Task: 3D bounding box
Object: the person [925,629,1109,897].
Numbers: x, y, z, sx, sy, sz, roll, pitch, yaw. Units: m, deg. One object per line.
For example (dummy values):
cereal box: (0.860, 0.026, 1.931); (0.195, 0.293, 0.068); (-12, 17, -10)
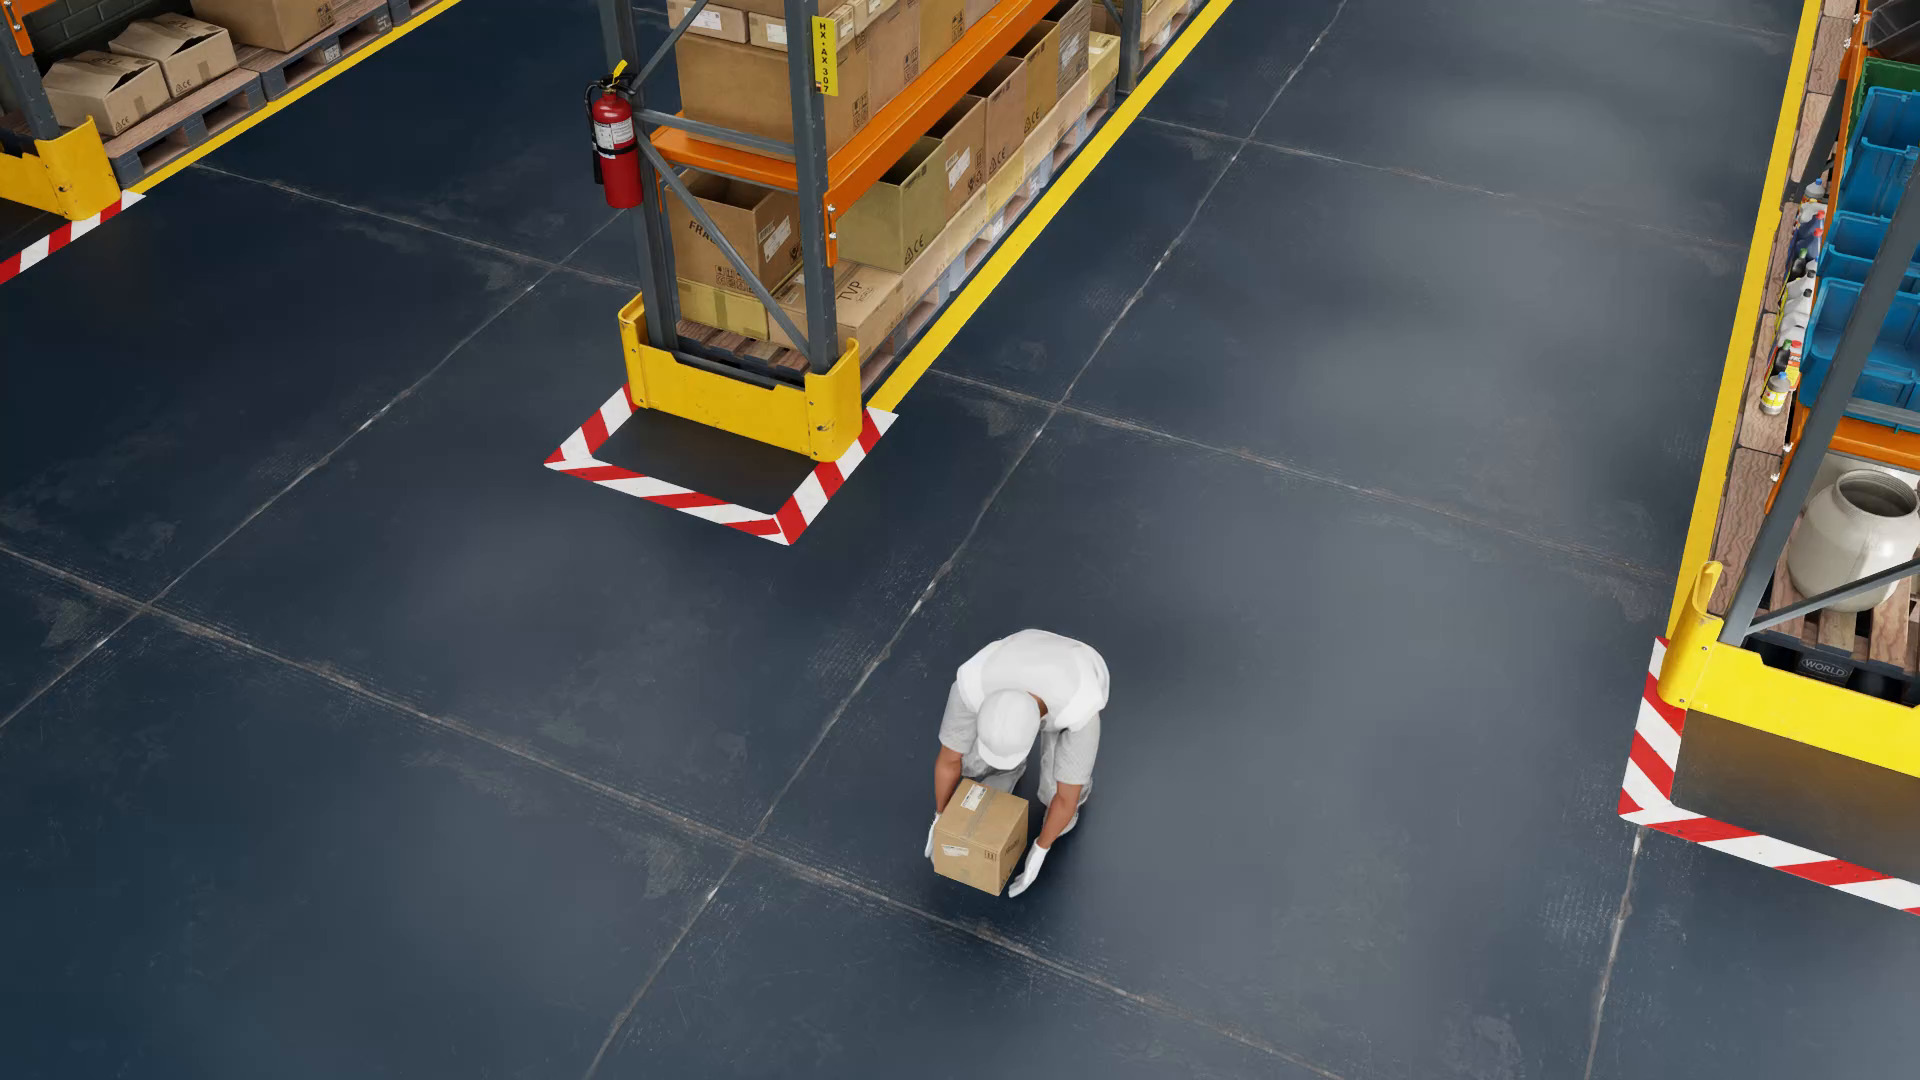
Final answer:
person: (0.251, 0.702, 5.945); (0.578, 1.005, 0.918); (18, 45, 19)
